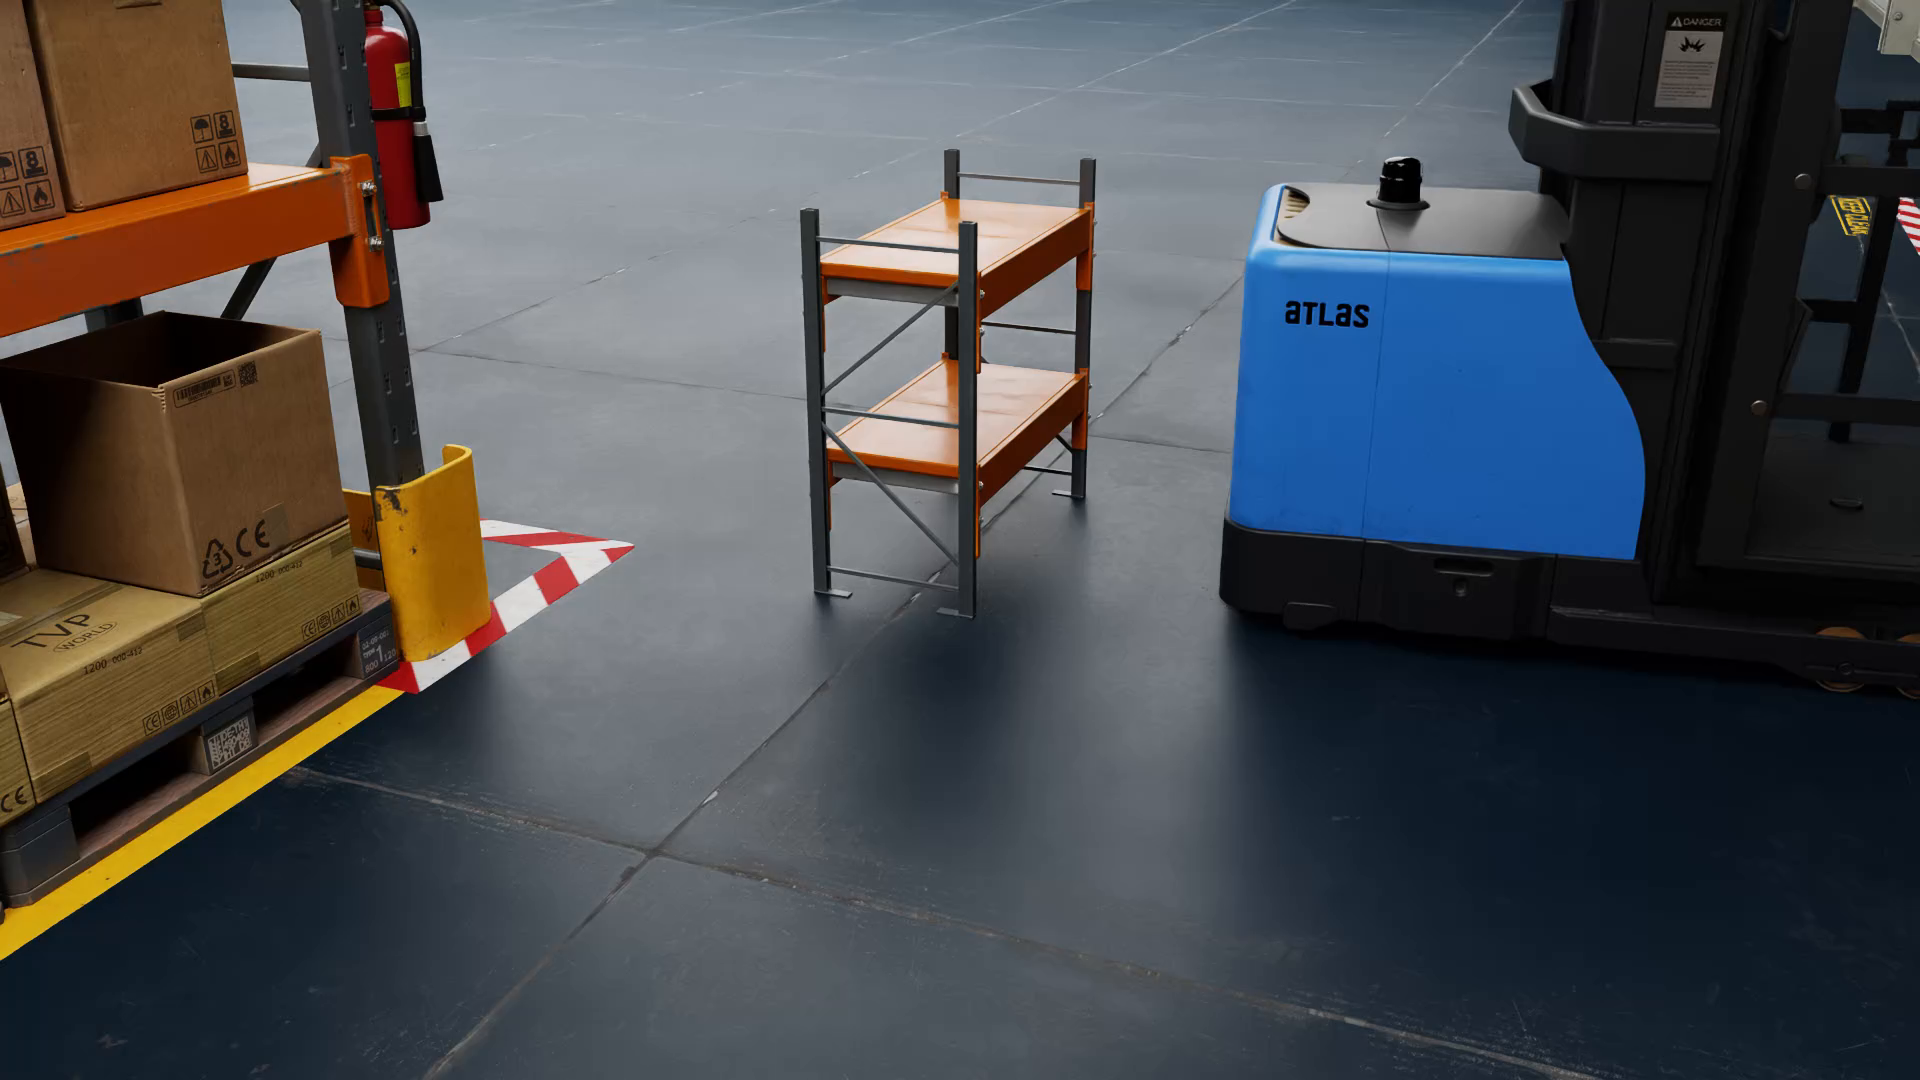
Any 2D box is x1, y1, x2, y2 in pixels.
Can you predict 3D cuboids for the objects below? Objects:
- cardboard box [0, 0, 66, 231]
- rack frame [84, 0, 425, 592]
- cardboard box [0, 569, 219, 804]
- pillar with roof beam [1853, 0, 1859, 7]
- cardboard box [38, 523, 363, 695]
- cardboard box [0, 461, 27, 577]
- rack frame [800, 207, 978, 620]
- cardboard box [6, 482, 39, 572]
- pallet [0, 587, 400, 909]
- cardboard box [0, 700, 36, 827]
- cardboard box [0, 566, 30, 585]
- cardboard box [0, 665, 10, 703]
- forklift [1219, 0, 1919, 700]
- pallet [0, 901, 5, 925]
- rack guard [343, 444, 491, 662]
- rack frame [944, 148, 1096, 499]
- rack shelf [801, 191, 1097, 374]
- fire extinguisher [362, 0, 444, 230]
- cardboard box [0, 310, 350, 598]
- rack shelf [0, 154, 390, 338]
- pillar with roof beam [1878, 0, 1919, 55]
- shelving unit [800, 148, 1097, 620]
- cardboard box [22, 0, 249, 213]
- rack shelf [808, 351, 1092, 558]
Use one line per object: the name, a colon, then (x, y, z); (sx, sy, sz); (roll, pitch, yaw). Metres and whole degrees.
cardboard box: (-2.300, -0.877, 3.329); (0.700, 0.500, 0.500); (9, 24, 21)
rack frame: (-1.924, -1.185, 4.195); (1.000, 3.000, 0.127); (9, 24, 20)
cardboard box: (-2.024, 0.305, 3.651); (0.500, 0.250, 0.500); (9, 24, 20)
pillar with roof beam: (8.137, -12.076, 22.485); (9.100, 9.000, 0.400); (9, 24, 20)
cardboard box: (-1.849, 0.124, 4.084); (0.500, 0.250, 0.500); (9, 24, 20)
cardboard box: (-2.514, -0.117, 3.688); (0.500, 0.500, 0.500); (9, 24, 20)
rack frame: (-0.191, -0.335, 4.592); (0.500, 1.125, 0.032); (9, 24, 20)
cardboard box: (-2.330, 0.050, 4.261); (0.500, 0.250, 0.500); (9, 24, 20)
pallet: (-2.170, 0.381, 4.063); (1.003, 0.211, 1.213); (9, 24, 20)
cardboard box: (-2.208, 0.484, 3.222); (0.500, 0.250, 0.500); (9, 24, 20)
cardboard box: (-2.512, 0.229, 3.832); (0.500, 0.250, 0.500); (9, 24, 20)
cardboard box: (-2.205, 0.138, 3.077); (0.500, 0.500, 0.500); (9, 24, 20)
forklift: (2.302, -1.167, 4.240); (3.031, 2.935, 1.130); (5, 23, 11)
pallet: (-2.624, 0.816, 3.022); (1.003, 0.211, 1.213); (9, 24, 20)
rack guard: (-1.915, -0.040, 4.698); (1.175, 0.500, 0.348); (9, 24, 20)
rack frame: (0.186, -0.699, 5.463); (0.500, 1.125, 0.032); (9, 24, 20)
rack shelf: (-0.003, -0.787, 4.915); (0.538, 0.278, 1.000); (9, 24, 20)
fire extinguisher: (-1.449, -1.125, 4.152); (0.296, 0.674, 0.183); (9, 24, 20)
cardboard box: (-1.847, -0.222, 3.938); (0.500, 0.500, 0.500); (9, 24, 20)
rack shelf: (-2.667, -0.137, 2.621); (1.077, 0.370, 4.000); (9, 24, 20)
pillar with roof beam: (5.909, -9.929, 17.345); (9.100, 9.000, 0.400); (9, 24, 20)
shelving unit: (-0.003, -0.517, 5.027); (0.538, 1.125, 1.048); (9, 24, 20)
cardboard box: (-2.110, -1.066, 3.780); (0.700, 0.500, 0.500); (9, 24, 20)
rack shelf: (-0.003, -0.291, 5.122); (0.538, 0.278, 1.000); (9, 24, 20)
